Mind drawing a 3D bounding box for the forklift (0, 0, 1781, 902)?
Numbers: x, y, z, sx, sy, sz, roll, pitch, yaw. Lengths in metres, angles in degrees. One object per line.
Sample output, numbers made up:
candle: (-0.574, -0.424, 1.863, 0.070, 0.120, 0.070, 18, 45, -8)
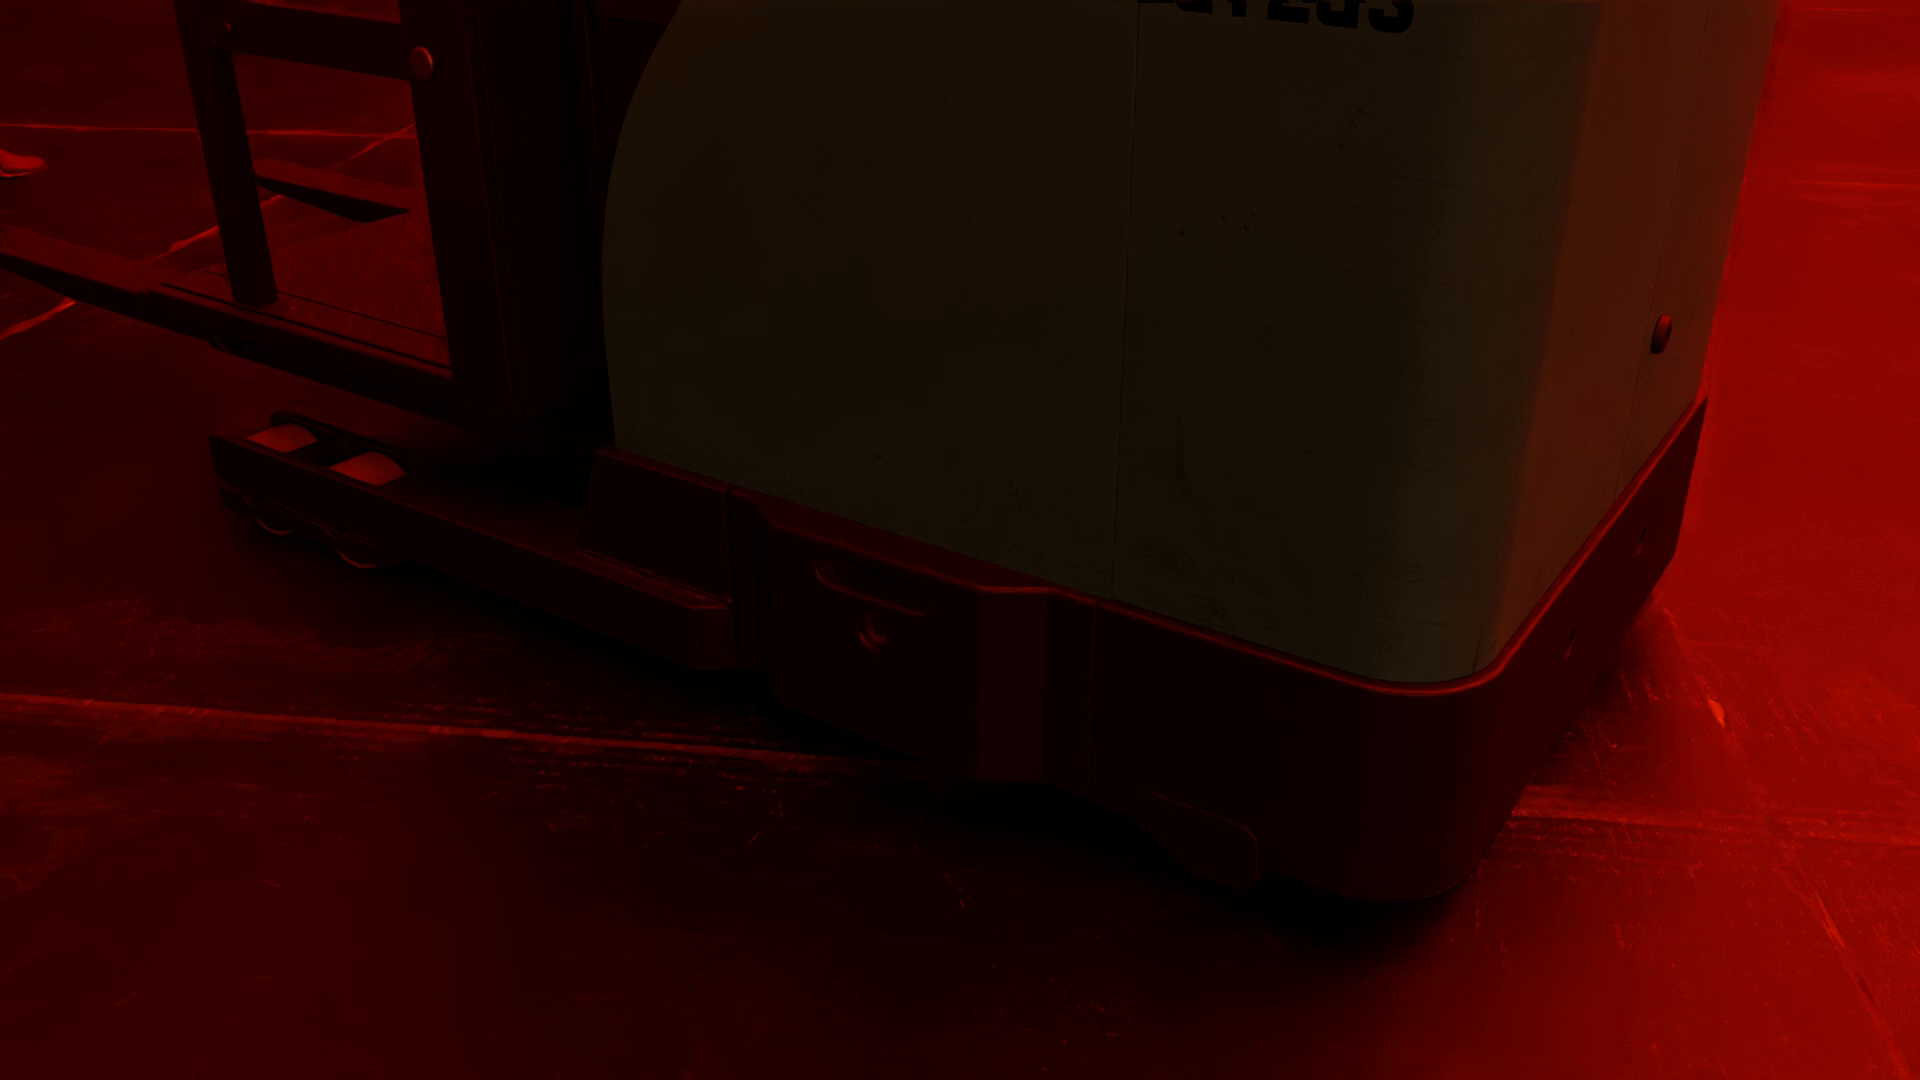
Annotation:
forklift: (-0.509, -1.446, 2.116, 3.031, 2.935, 1.130, 17, 31, 30)

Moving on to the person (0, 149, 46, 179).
person: (-2.527, -1.536, 3.918, 0.747, 1.530, 0.787, 13, 29, 25)
